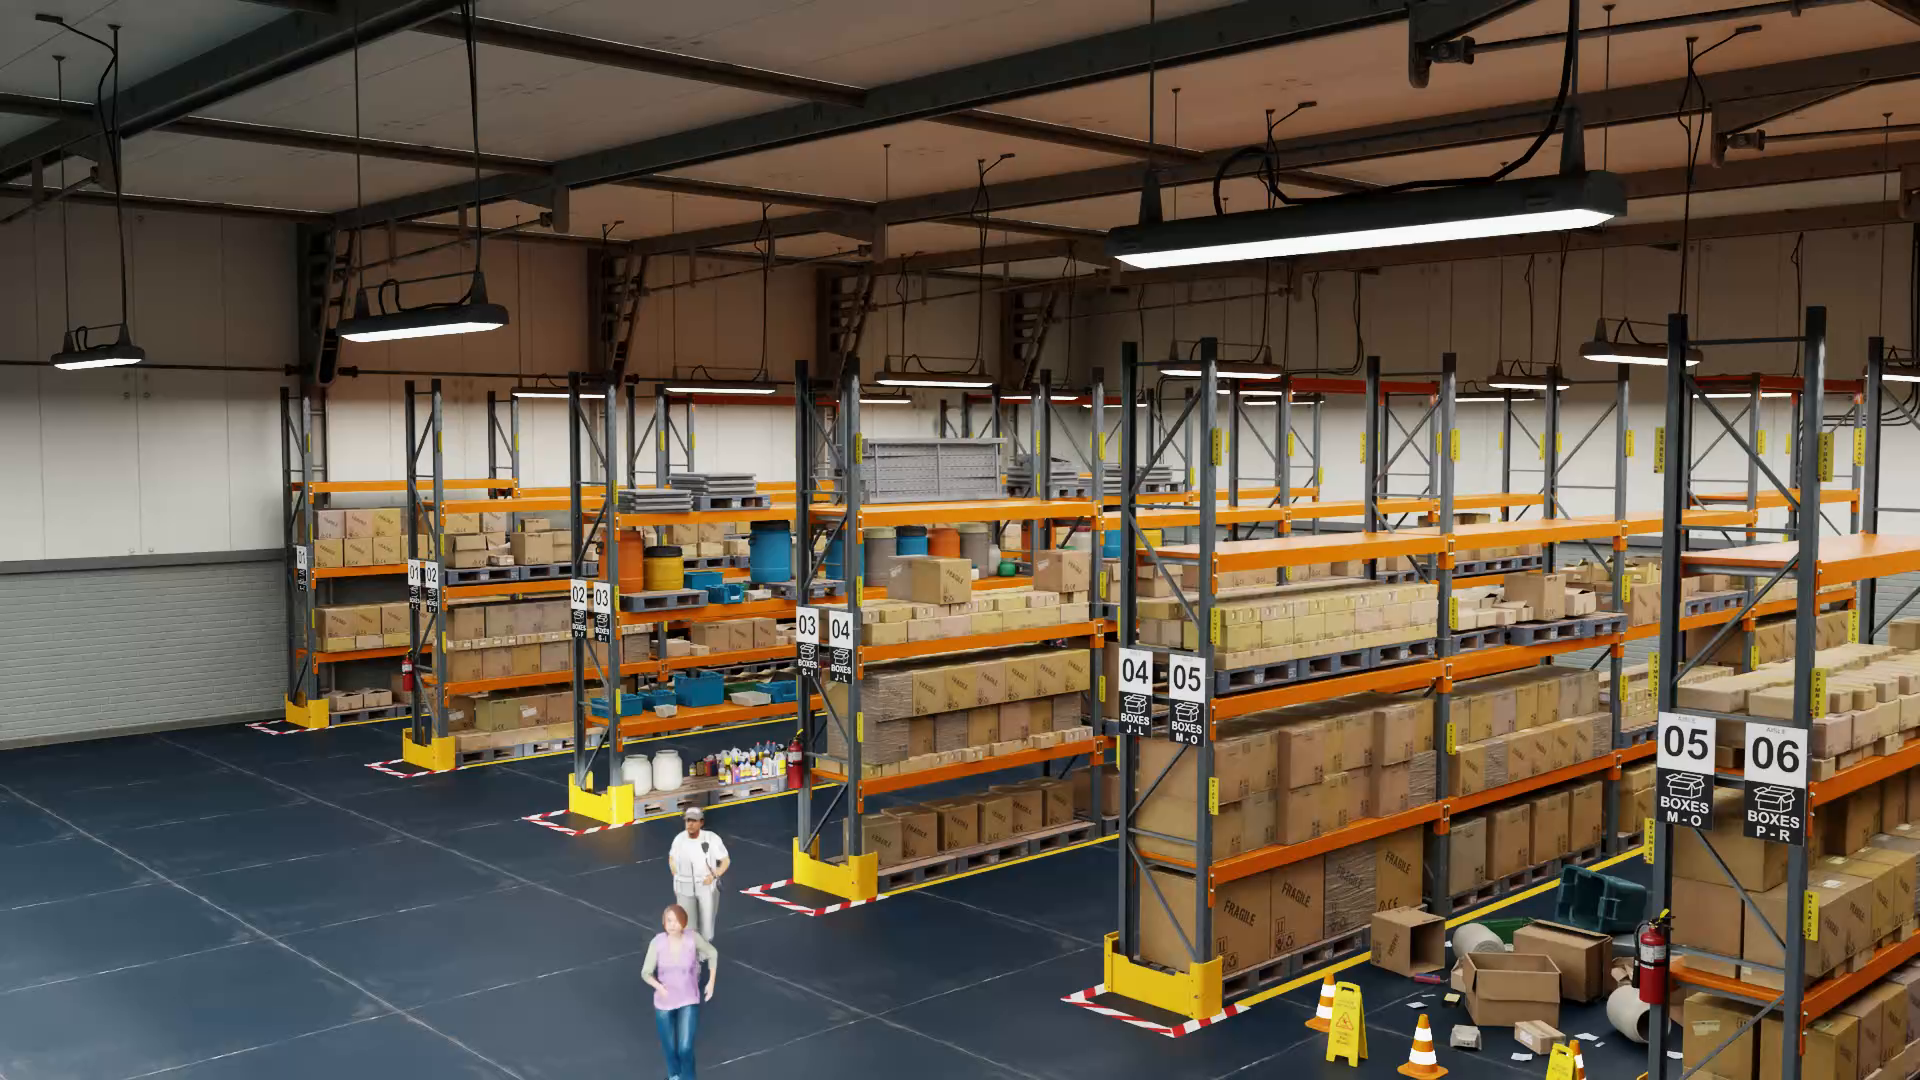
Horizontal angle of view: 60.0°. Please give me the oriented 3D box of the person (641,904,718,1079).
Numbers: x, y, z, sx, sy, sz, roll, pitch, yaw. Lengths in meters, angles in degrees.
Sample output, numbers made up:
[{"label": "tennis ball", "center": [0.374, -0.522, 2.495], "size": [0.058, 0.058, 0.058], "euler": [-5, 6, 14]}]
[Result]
[{"label": "person", "center": [-2.138, 3.571, 12.651], "size": [0.555, 1.626, 0.679], "euler": [0, 4, -2]}]

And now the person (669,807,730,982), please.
[{"label": "person", "center": [-2.484, 3.347, 15.733], "size": [0.580, 1.669, 0.735], "euler": [0, 4, -1]}]
